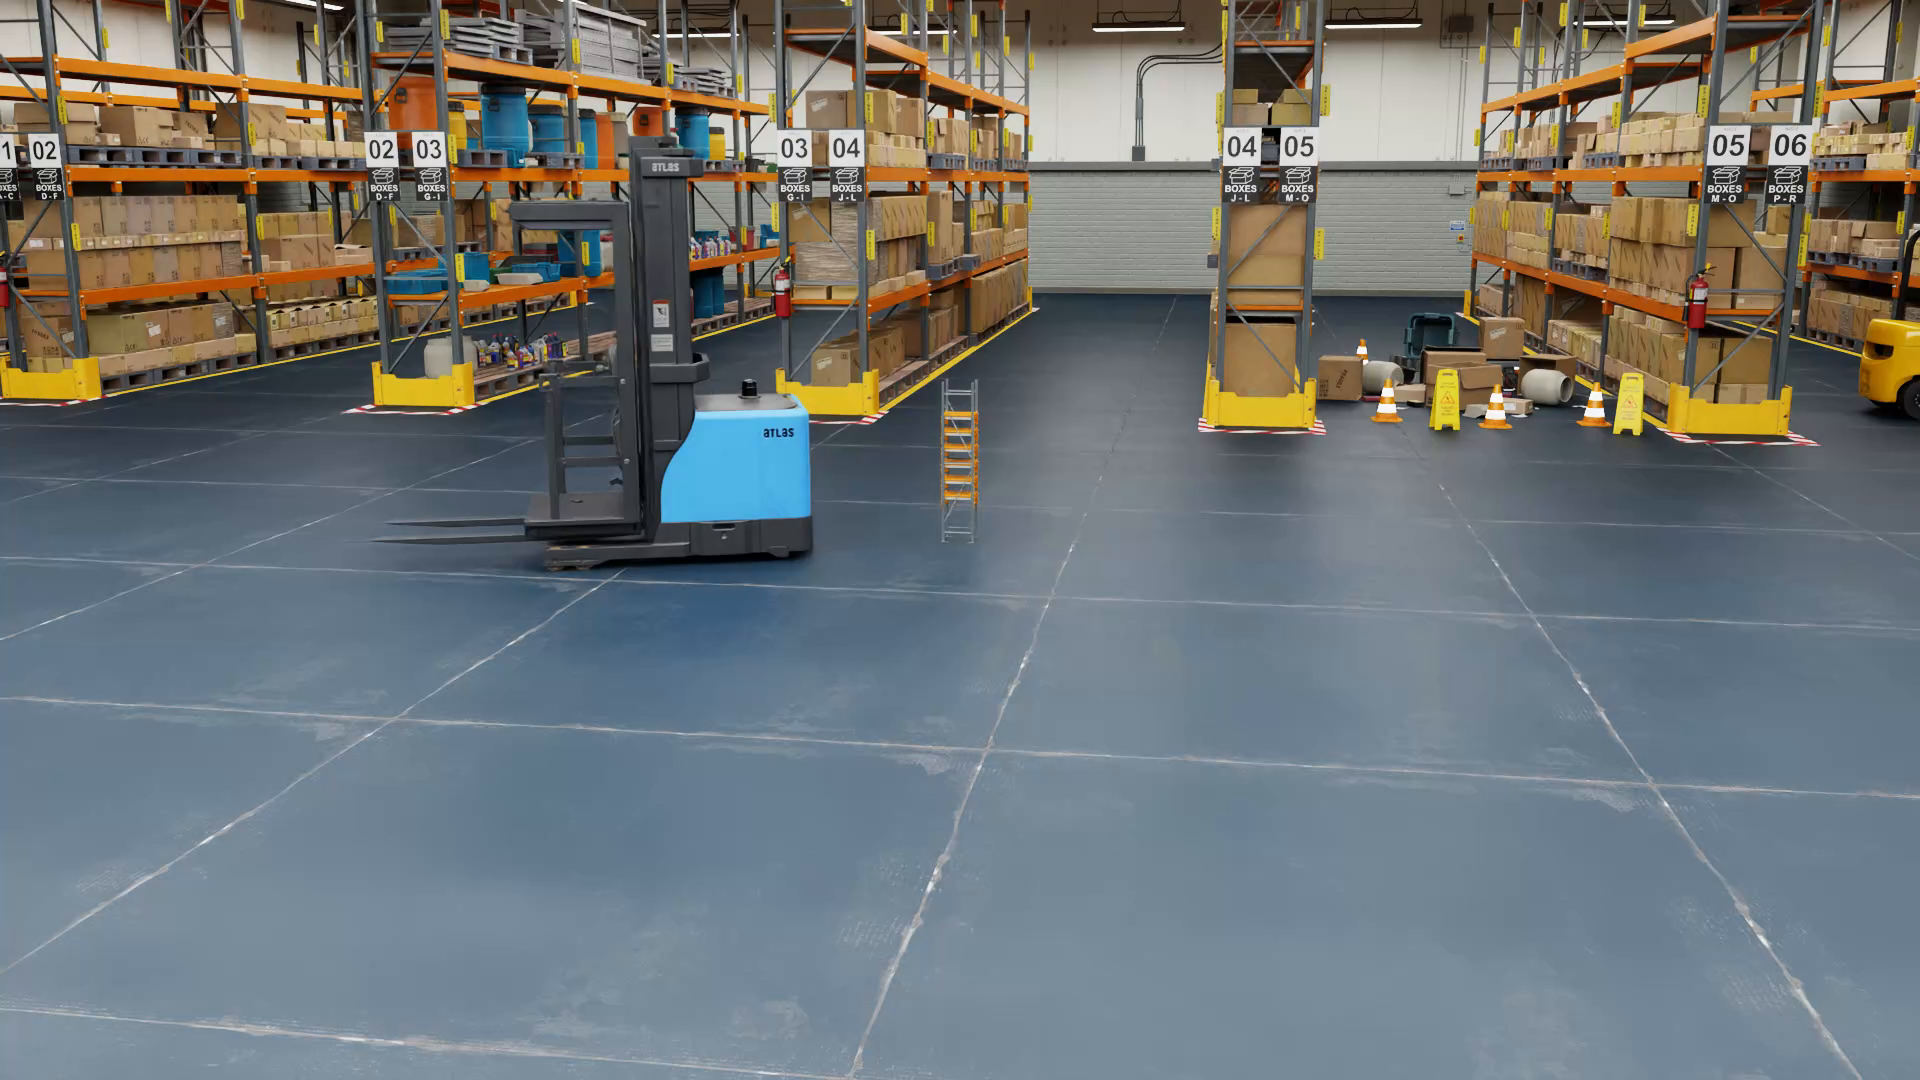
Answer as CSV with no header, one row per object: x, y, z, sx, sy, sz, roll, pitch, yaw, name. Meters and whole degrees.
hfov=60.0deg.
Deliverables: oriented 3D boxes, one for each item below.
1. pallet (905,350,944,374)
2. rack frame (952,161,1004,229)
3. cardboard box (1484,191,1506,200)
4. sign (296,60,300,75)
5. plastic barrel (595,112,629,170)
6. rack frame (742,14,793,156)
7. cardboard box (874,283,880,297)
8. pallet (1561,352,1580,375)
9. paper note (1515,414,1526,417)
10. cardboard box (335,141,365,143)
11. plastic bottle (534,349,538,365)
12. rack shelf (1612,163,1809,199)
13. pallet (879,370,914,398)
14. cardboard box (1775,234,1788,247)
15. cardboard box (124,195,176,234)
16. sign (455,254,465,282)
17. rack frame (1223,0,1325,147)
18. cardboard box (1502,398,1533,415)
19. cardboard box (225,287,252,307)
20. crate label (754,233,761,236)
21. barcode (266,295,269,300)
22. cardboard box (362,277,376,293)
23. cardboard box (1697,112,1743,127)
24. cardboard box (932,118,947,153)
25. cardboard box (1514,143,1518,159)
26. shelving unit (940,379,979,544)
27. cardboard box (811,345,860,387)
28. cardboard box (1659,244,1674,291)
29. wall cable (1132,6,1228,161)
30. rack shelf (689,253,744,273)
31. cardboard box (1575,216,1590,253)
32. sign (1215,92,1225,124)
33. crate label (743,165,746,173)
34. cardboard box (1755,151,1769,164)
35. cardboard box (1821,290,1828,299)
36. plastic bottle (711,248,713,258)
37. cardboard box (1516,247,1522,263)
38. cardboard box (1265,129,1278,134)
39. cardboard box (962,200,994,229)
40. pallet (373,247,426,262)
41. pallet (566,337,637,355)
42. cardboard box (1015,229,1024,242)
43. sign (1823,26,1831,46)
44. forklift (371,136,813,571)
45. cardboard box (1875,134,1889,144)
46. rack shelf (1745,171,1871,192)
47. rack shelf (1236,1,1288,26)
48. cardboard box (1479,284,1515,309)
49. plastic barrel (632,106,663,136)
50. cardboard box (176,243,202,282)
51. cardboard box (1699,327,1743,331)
-0.820,-2.569,23.913,1.003,0.211,1.213,2,12,9,pallet
0.292,-5.435,30.594,1.000,3.000,0.127,2,12,9,rack frame
10.226,-6.574,31.728,0.380,0.149,0.250,1,12,7,cardboard box
-14.323,-10.235,36.035,0.100,0.325,0.005,2,12,9,sign
-5.558,-6.311,26.346,0.600,0.901,0.600,0,12,0,plastic barrel
-3.986,-9.361,34.571,1.000,3.000,0.127,2,12,9,rack frame
-1.163,-2.969,19.747,0.380,0.149,0.250,2,12,9,cardboard box
9.158,-2.503,23.605,1.003,0.211,1.213,2,12,9,pallet
6.417,-1.426,19.038,0.148,0.019,0.142,-2,12,-11,paper note
-10.077,-6.532,28.324,0.910,0.500,0.500,2,12,9,cardboard box
-5.745,-2.468,22.423,0.097,0.201,0.097,0,12,0,plastic bottle
8.547,-4.147,19.205,1.077,0.370,4.000,2,12,9,rack shelf
-1.192,-2.011,21.325,1.003,0.211,1.213,2,12,9,pallet
14.979,-5.348,29.841,0.500,0.250,0.500,2,12,8,cardboard box
-11.019,-4.369,22.329,0.700,0.500,0.500,2,12,9,cardboard box
-5.904,-3.214,19.632,0.100,0.325,0.005,2,12,9,sign
3.332,-5.688,17.528,1.000,3.000,0.127,2,12,9,rack frame
6.444,-1.561,19.383,0.380,0.149,0.250,10,15,38,cardboard box
-14.362,-4.932,32.363,0.750,0.750,0.750,2,12,9,cardboard box
-4.350,-6.335,35.025,0.416,0.233,0.303,2,12,9,crate label
-10.275,-3.594,24.660,0.001,0.075,0.075,2,12,9,barcode
-10.194,-4.498,29.355,0.500,0.250,0.500,2,12,11,cardboard box
7.999,-4.430,17.511,0.380,0.149,0.250,2,12,9,cardboard box
-0.624,-5.783,23.845,0.797,0.503,0.637,2,12,11,cardboard box
9.662,-6.627,28.328,0.396,0.266,0.258,2,12,8,cardboard box
-0.002,-0.584,12.353,0.258,1.200,0.189,2,12,9,shelving unit
-1.441,-2.050,19.823,0.500,0.500,0.500,4,13,19,cardboard box
8.132,-3.037,18.520,0.500,0.500,0.500,2,12,9,cardboard box
5.183,-11.839,38.431,2.277,5.999,0.120,2,12,9,wall cable
-4.909,-4.828,29.483,1.077,0.370,4.000,2,12,9,rack shelf
8.939,-4.272,23.254,0.500,0.500,0.500,1,12,7,cardboard box
2.798,-4.637,17.854,0.100,0.325,0.005,2,12,9,sign
-4.241,-7.026,31.480,0.293,0.136,0.466,2,12,9,crate label
8.611,-4.018,17.495,0.380,0.149,0.250,2,12,9,cardboard box
14.705,-4.128,27.927,0.380,0.149,0.250,2,12,7,cardboard box
-4.488,-5.172,29.844,0.097,0.201,0.097,0,12,0,plastic bottle
9.583,-4.744,27.742,0.500,0.250,0.500,2,12,8,cardboard box
3.969,-5.061,20.152,0.500,0.250,0.500,2,12,8,cardboard box
0.202,-5.841,29.860,0.797,0.503,0.637,2,12,7,cardboard box
-10.076,-4.974,28.909,1.213,0.211,1.003,2,12,9,pallet
-5.564,-2.987,25.852,1.003,0.211,1.213,2,12,9,pallet
1.017,-6.125,33.445,0.500,0.250,0.500,2,12,8,cardboard box
14.456,-8.404,27.722,0.100,0.325,0.005,2,12,9,sign
-2.618,-1.339,11.749,3.031,2.935,1.130,-2,12,-10,forklift
14.298,-6.154,25.510,0.380,0.149,0.250,2,12,7,cardboard box
15.297,-6.485,30.053,1.077,0.370,4.000,2,12,9,rack shelf
5.485,-9.876,30.776,1.077,0.370,4.000,2,12,9,rack shelf
10.697,-4.759,32.541,0.875,0.438,0.875,1,12,7,cardboard box
-5.127,-6.763,27.618,0.600,0.830,0.708,2,12,9,plastic barrel
-10.944,-3.834,22.925,0.700,0.500,0.500,2,12,9,cardboard box
8.801,-2.221,19.429,0.500,0.500,0.500,2,12,10,cardboard box
